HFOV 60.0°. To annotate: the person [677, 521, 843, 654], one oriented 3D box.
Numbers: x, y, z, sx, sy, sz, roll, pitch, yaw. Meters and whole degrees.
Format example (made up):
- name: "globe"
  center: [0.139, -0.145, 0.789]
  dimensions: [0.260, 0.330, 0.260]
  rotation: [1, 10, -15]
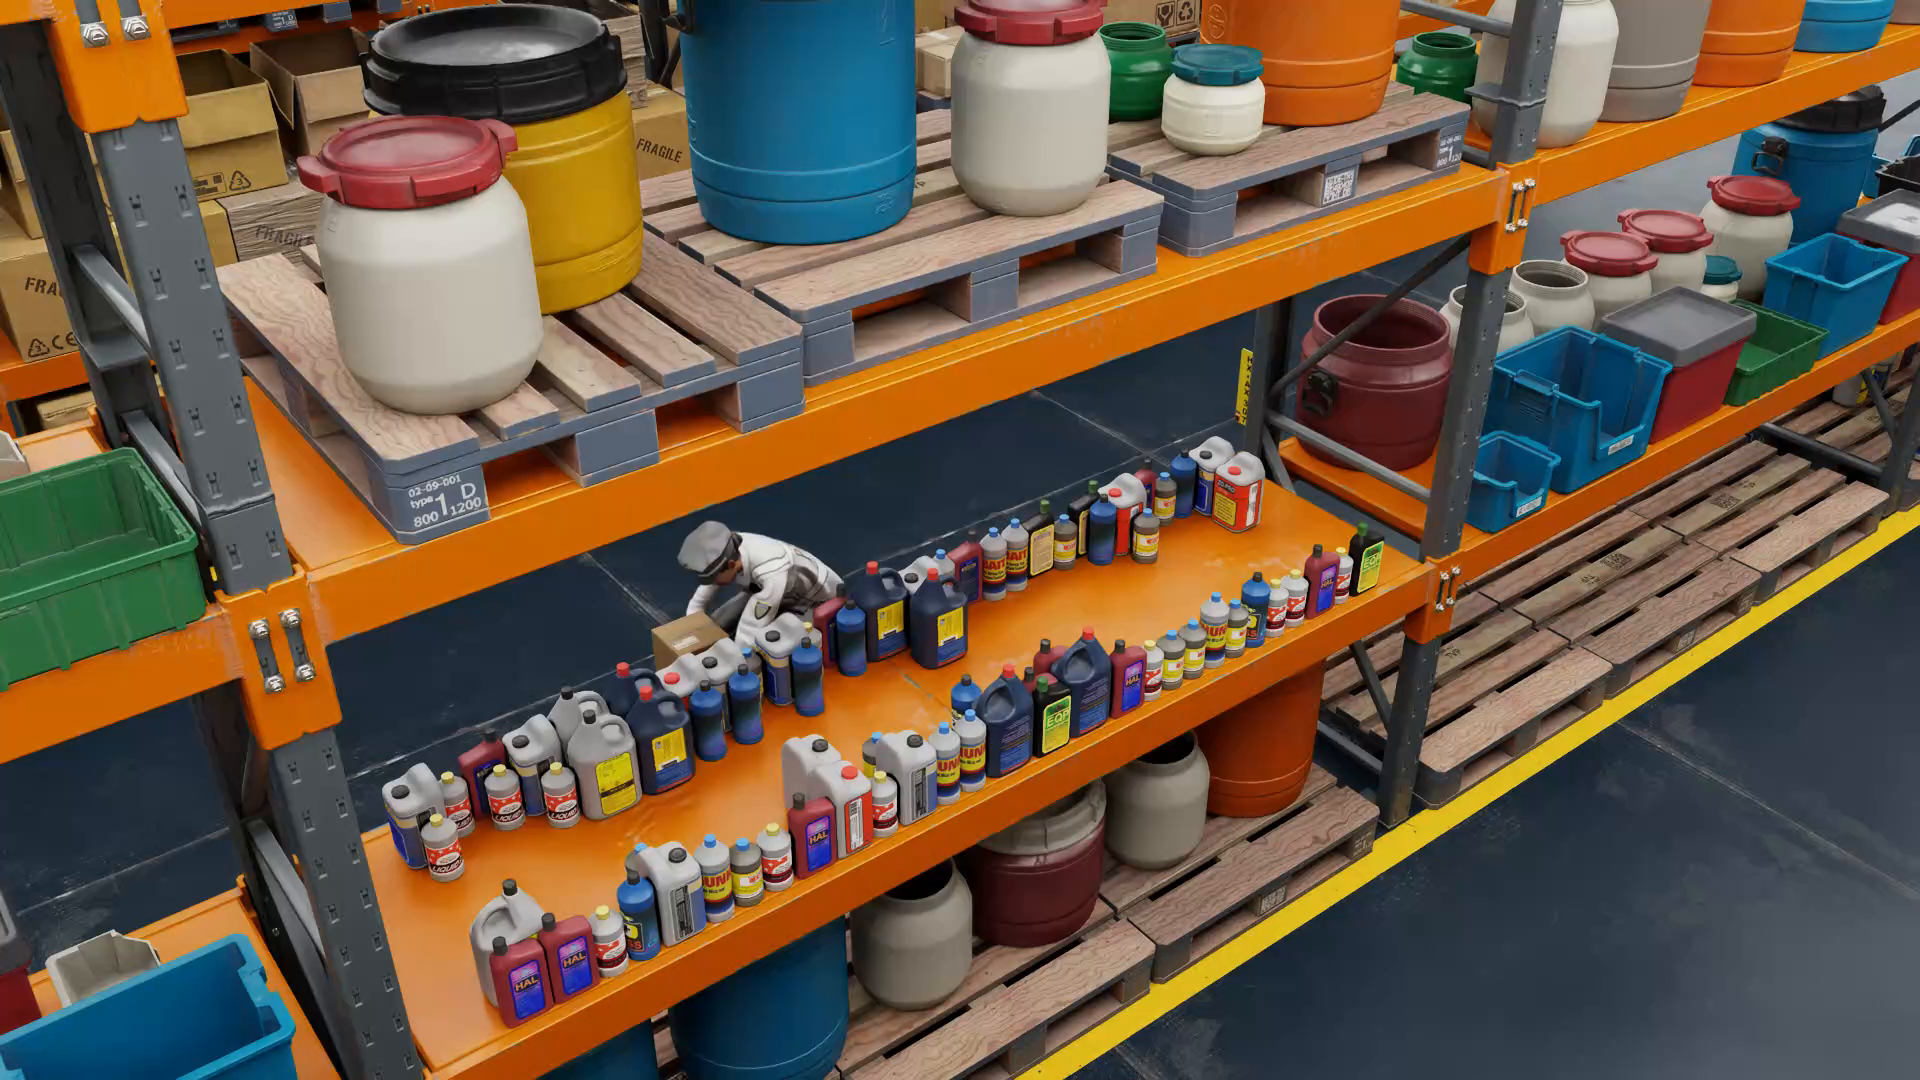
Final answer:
- name: "person"
  center: [-0.902, 0.270, 7.379]
  dimensions: [0.829, 0.961, 0.494]
  rotation: [-22, 39, -31]
